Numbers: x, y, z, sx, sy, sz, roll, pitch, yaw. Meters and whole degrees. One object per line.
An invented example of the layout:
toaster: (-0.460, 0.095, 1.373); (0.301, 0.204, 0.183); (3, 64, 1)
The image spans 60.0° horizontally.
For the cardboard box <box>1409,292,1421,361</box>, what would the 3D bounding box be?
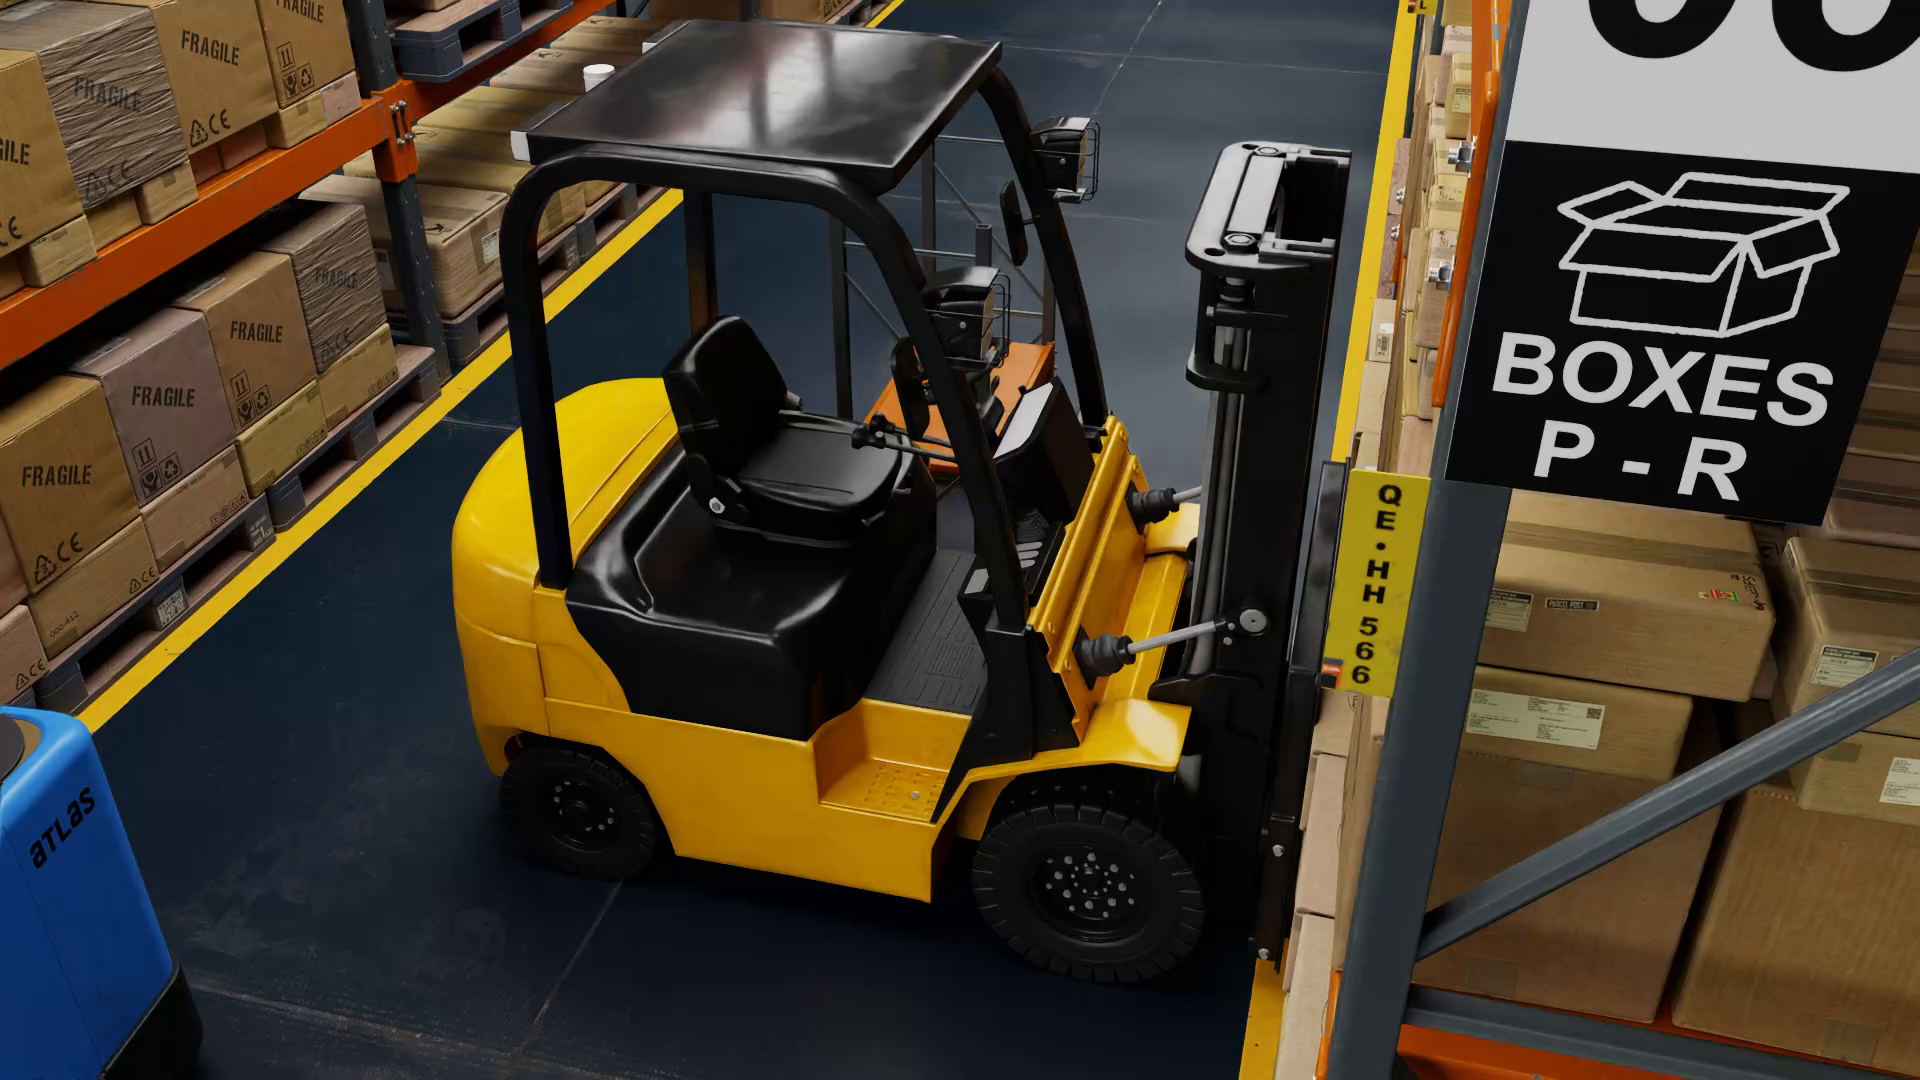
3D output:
cardboard box: (1.155, -0.474, 3.502); (0.380, 0.149, 0.250); (8, 33, 13)

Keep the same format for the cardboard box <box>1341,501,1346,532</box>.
cardboard box: (1.494, 0.108, 5.456); (0.500, 0.250, 0.500); (7, 33, 11)

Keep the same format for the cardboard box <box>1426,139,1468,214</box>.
cardboard box: (1.363, -0.873, 4.129); (0.380, 0.149, 0.250); (7, 33, 11)

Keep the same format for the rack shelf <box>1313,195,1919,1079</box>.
rack shelf: (1.544, -0.005, 4.133); (1.077, 0.370, 4.000); (8, 33, 12)

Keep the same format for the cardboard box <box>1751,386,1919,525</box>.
cardboard box: (1.480, -0.128, 2.680); (0.380, 0.149, 0.250); (9, 33, 13)

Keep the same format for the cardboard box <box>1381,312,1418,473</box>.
cardboard box: (1.177, -0.138, 3.578); (0.500, 0.500, 0.500); (7, 33, 11)

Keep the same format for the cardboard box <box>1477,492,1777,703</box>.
cardboard box: (0.923, 0.073, 2.364); (0.380, 0.149, 0.250); (8, 33, 12)

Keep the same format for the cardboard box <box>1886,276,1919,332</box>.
cardboard box: (1.600, -0.394, 3.099); (0.380, 0.149, 0.250); (9, 34, 14)

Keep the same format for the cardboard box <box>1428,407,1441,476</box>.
cardboard box: (0.996, -0.199, 2.792); (0.380, 0.149, 0.250); (9, 33, 13)

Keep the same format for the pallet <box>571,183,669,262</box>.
pallet: (-2.247, -1.883, 9.015); (1.003, 0.211, 1.213); (8, 33, 12)

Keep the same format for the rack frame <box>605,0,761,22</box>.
rack frame: (-1.736, -4.096, 9.898); (1.000, 3.000, 0.127); (8, 33, 12)

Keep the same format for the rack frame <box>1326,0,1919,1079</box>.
rack frame: (1.033, 0.729, 2.308); (0.949, 2.616, 0.053); (8, 33, 12)

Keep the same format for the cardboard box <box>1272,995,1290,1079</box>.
cardboard box: (0.857, 1.206, 3.263); (0.500, 0.250, 0.500); (8, 33, 12)

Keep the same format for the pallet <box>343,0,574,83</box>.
pallet: (-2.416, -2.316, 7.277); (1.003, 0.211, 1.213); (8, 33, 12)

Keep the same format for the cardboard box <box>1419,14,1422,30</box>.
cardboard box: (3.347, -3.596, 11.049); (0.500, 0.500, 0.500); (7, 33, 11)

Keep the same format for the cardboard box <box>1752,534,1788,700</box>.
cardboard box: (1.374, 0.136, 2.543); (0.380, 0.149, 0.250); (8, 33, 12)

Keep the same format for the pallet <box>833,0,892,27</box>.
pallet: (-1.151, -3.949, 12.266); (1.003, 0.211, 1.213); (8, 33, 12)

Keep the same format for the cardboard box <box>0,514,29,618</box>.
cardboard box: (-3.160, 0.057, 4.838); (0.500, 0.500, 0.500); (7, 33, 11)

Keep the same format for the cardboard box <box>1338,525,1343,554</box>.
cardboard box: (1.229, 0.218, 4.351); (0.500, 0.250, 0.500); (7, 33, 11)

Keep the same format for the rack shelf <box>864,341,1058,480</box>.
rack shelf: (-0.022, -0.437, 5.875); (0.538, 0.185, 1.000); (8, 33, 12)

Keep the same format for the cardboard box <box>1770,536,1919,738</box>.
cardboard box: (1.328, 0.142, 2.255); (0.380, 0.149, 0.250); (7, 33, 11)

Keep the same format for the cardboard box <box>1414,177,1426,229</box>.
cardboard box: (1.442, -0.659, 4.397); (0.500, 0.500, 0.500); (8, 33, 12)

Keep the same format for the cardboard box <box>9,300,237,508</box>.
cardboard box: (-2.897, -0.481, 5.684); (0.500, 0.500, 0.500); (10, 34, 15)

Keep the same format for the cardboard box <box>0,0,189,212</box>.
cardboard box: (-2.874, -1.386, 5.264); (0.500, 0.500, 0.500); (9, 34, 14)

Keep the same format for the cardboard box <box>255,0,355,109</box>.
cardboard box: (-2.623, -1.924, 6.110); (0.500, 0.500, 0.500); (7, 33, 11)

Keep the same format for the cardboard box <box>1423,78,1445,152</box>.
cardboard box: (1.478, -1.142, 4.552); (0.380, 0.149, 0.250); (9, 33, 13)

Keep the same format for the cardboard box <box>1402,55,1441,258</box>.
cardboard box: (1.686, -1.194, 5.239); (0.500, 0.500, 0.500); (7, 33, 11)

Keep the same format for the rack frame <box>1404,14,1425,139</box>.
rack frame: (3.066, -3.422, 8.838); (1.000, 3.000, 0.127); (8, 33, 12)

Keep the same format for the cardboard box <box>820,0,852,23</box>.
cardboard box: (-1.250, -4.186, 11.628); (0.875, 0.875, 0.875); (8, 33, 13)

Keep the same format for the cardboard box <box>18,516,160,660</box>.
cardboard box: (-3.031, 0.109, 5.455); (0.500, 0.250, 0.500); (10, 34, 16)

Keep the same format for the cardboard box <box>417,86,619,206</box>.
cardboard box: (-2.266, -2.096, 8.809); (0.950, 0.372, 0.625); (9, 34, 14)

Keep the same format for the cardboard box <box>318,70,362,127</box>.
cardboard box: (-2.538, -1.706, 6.372); (0.380, 0.149, 0.250); (8, 33, 12)

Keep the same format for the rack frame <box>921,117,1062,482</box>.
rack frame: (0.107, -0.852, 6.193); (0.500, 1.500, 0.032); (8, 33, 12)

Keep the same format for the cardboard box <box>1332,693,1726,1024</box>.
cardboard box: (0.907, 0.396, 2.738); (0.500, 0.500, 0.500); (7, 33, 11)

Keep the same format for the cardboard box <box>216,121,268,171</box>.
cardboard box: (-2.736, -1.451, 5.971); (0.380, 0.149, 0.250); (8, 33, 13)

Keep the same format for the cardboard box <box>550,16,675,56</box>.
cardboard box: (-1.889, -2.873, 10.031); (0.950, 0.372, 0.625); (6, 33, 9)

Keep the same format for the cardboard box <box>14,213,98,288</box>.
cardboard box: (-2.916, -0.911, 5.122); (0.380, 0.149, 0.250); (8, 33, 13)

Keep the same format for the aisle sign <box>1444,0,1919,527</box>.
aisle sign: (0.735, -0.374, 1.619); (0.394, 0.787, 0.004); (8, 33, 12)

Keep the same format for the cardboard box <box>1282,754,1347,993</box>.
cardboard box: (0.975, 0.743, 3.525); (0.500, 0.250, 0.500); (9, 33, 13)

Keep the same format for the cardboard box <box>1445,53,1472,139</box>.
cardboard box: (1.444, -1.124, 4.246); (0.380, 0.149, 0.250); (8, 33, 12)

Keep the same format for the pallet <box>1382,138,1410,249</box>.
pallet: (2.820, -1.824, 8.922); (1.003, 0.211, 1.213); (8, 33, 12)

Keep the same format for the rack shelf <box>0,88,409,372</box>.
rack shelf: (-3.259, -0.679, 5.193); (1.077, 0.370, 4.000); (8, 33, 12)

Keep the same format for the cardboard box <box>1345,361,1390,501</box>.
cardboard box: (1.485, -0.313, 5.186); (0.500, 0.250, 0.500); (8, 33, 12)

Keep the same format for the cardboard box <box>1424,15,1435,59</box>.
cardboard box: (1.929, -1.784, 5.934); (0.500, 0.250, 0.500); (7, 33, 11)

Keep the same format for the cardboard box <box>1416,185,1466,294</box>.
cardboard box: (1.150, -0.603, 3.428); (0.380, 0.149, 0.250); (9, 33, 13)

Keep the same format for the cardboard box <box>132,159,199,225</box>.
cardboard box: (-2.792, -1.179, 5.542); (0.380, 0.149, 0.250); (8, 33, 12)

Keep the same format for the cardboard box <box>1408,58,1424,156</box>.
cardboard box: (1.926, -1.581, 6.080); (0.500, 0.250, 0.500); (9, 33, 13)

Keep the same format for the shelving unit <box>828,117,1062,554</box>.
shelving unit: (-0.019, -0.593, 5.785); (0.587, 1.500, 1.083); (8, 33, 12)

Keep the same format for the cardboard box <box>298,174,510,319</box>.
cardboard box: (-2.620, -1.361, 7.653); (0.950, 0.372, 0.625); (8, 33, 13)

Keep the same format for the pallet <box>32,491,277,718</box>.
pallet: (-3.195, 0.145, 5.826); (1.003, 0.211, 1.213); (8, 33, 12)

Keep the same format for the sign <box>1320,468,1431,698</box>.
sign: (0.515, 0.059, 2.061); (0.100, 0.325, 0.005); (8, 33, 12)

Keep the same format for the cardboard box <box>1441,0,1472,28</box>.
cardboard box: (1.683, -1.663, 5.095); (0.380, 0.149, 0.250); (9, 33, 13)

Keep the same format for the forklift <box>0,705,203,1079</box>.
forklift: (-2.637, 0.789, 2.277); (1.130, 2.935, 3.031); (5, 33, 8)

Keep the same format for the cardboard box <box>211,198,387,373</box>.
cardboard box: (-2.642, -1.010, 6.516); (0.500, 0.500, 0.500); (8, 33, 12)

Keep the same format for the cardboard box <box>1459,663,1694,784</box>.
cardboard box: (0.853, 0.195, 2.450); (0.380, 0.149, 0.250); (8, 33, 13)

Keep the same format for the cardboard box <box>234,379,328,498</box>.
cardboard box: (-2.766, -0.416, 6.281); (0.500, 0.250, 0.500); (7, 33, 11)
